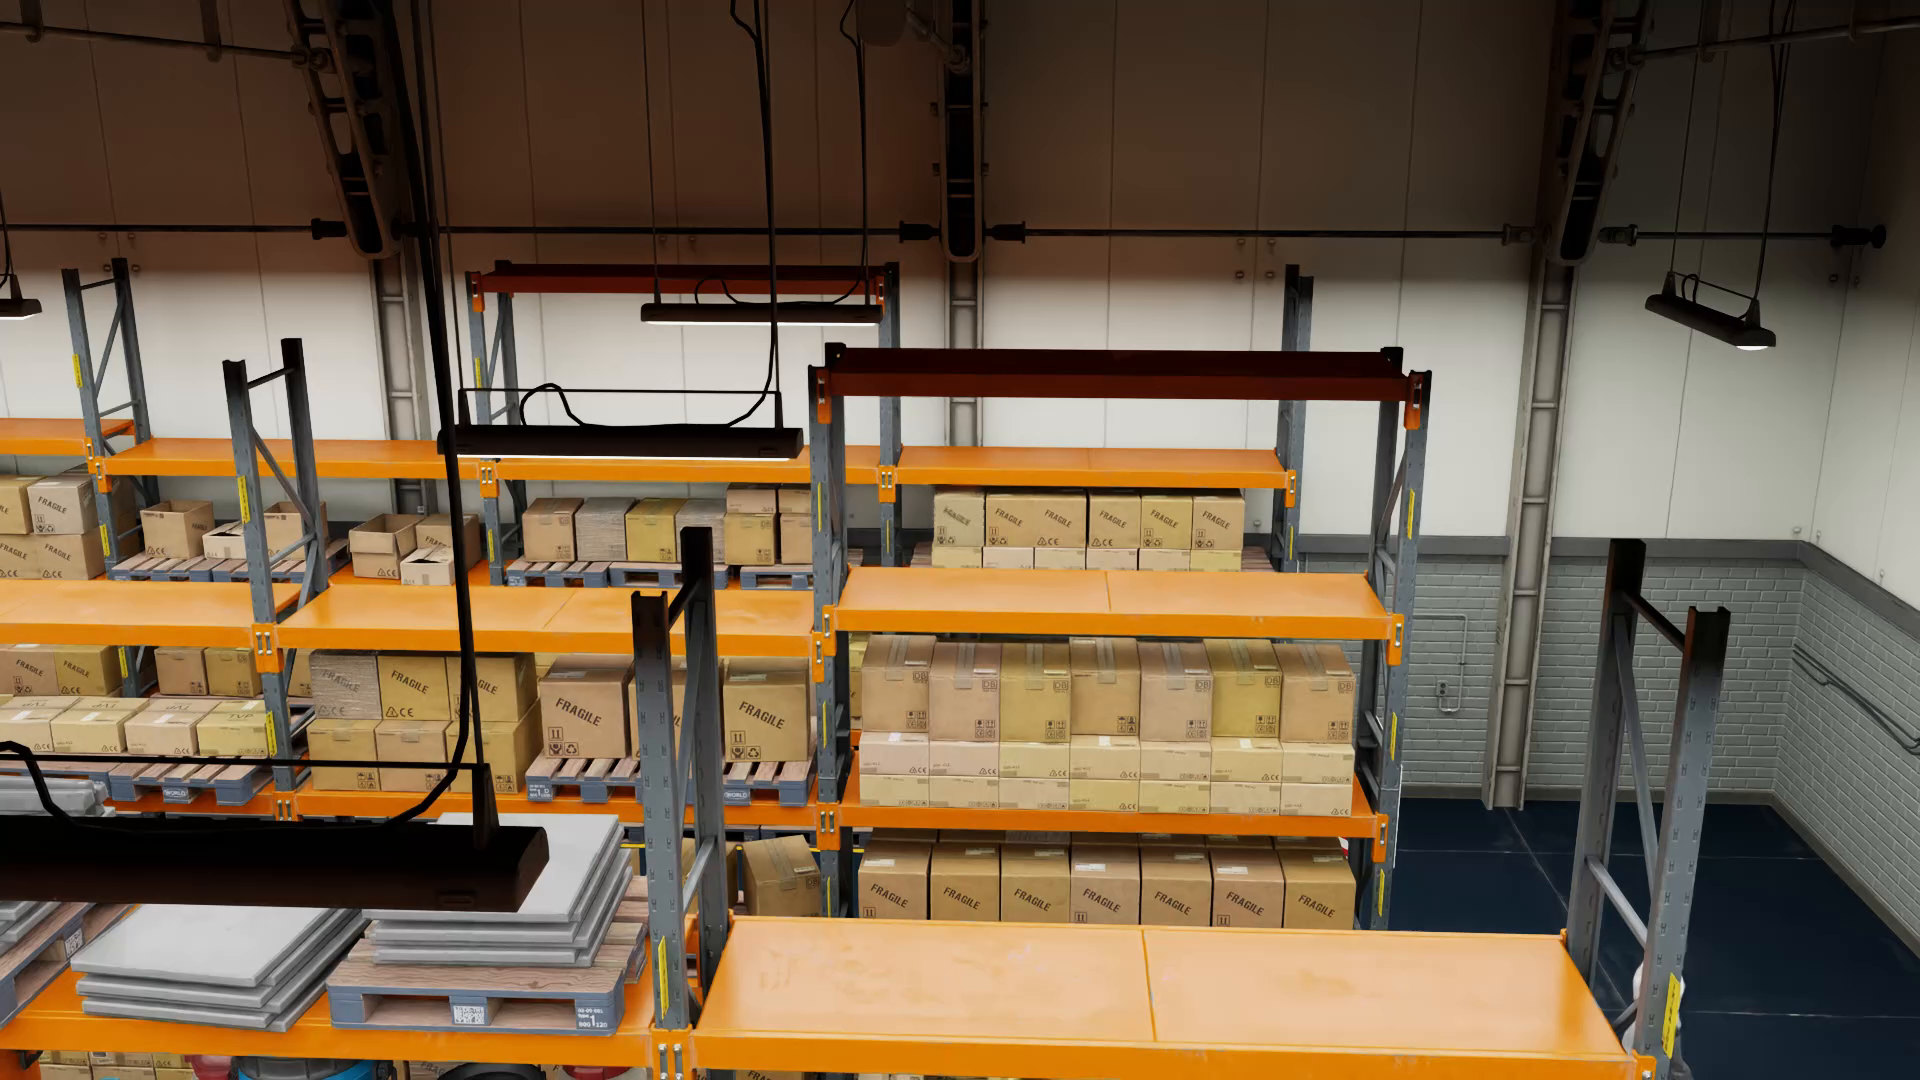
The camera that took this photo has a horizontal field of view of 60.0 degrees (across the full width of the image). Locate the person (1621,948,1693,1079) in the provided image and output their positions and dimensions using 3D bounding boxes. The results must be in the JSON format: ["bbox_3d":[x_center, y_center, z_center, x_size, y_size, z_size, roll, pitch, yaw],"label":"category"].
[{"bbox_3d":[5.319,3.731,12.747,1.081,1.615,0.457,-10,19,-30],"label":"person"}]
